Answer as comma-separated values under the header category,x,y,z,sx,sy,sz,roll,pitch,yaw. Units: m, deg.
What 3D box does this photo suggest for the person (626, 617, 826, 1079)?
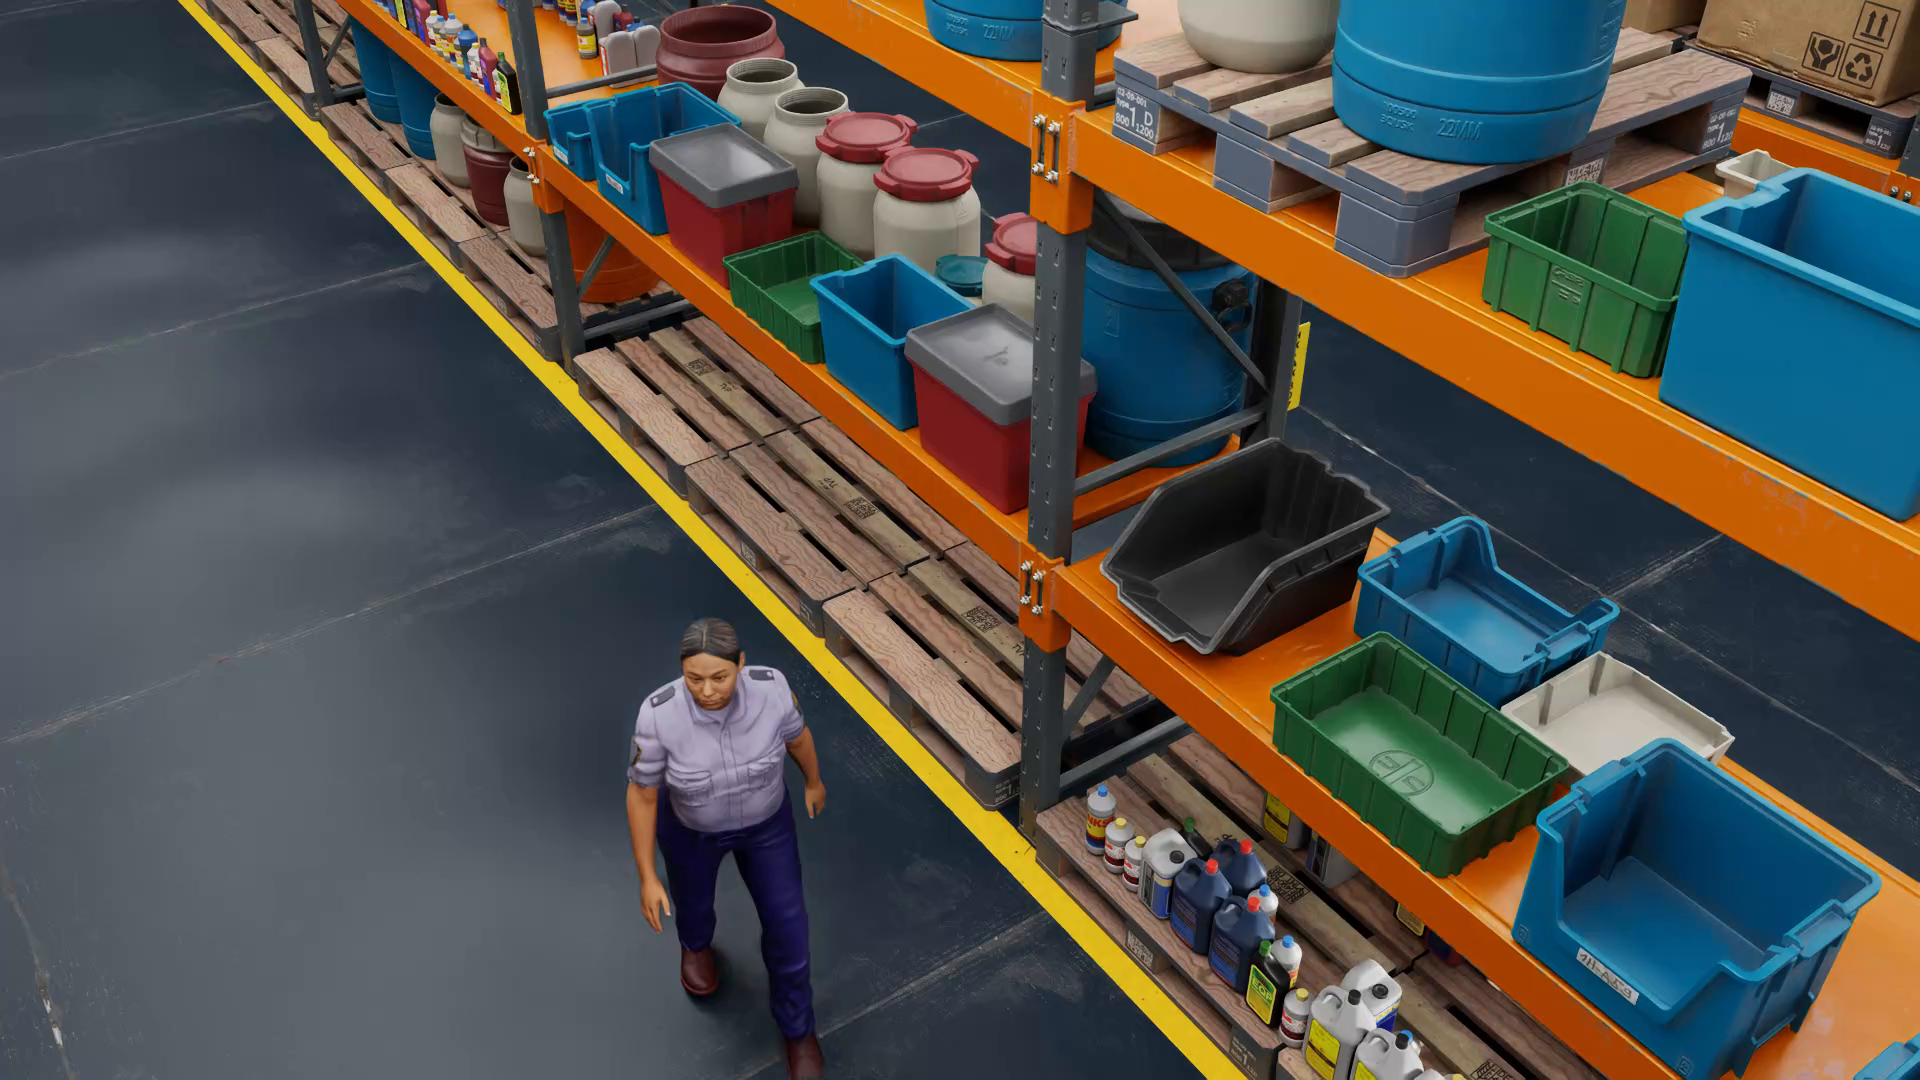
category,x,y,z,sx,sy,sz,roll,pitch,yaw
person,-0.674,0.894,4.985,0.618,1.676,0.724,-10,38,-13
